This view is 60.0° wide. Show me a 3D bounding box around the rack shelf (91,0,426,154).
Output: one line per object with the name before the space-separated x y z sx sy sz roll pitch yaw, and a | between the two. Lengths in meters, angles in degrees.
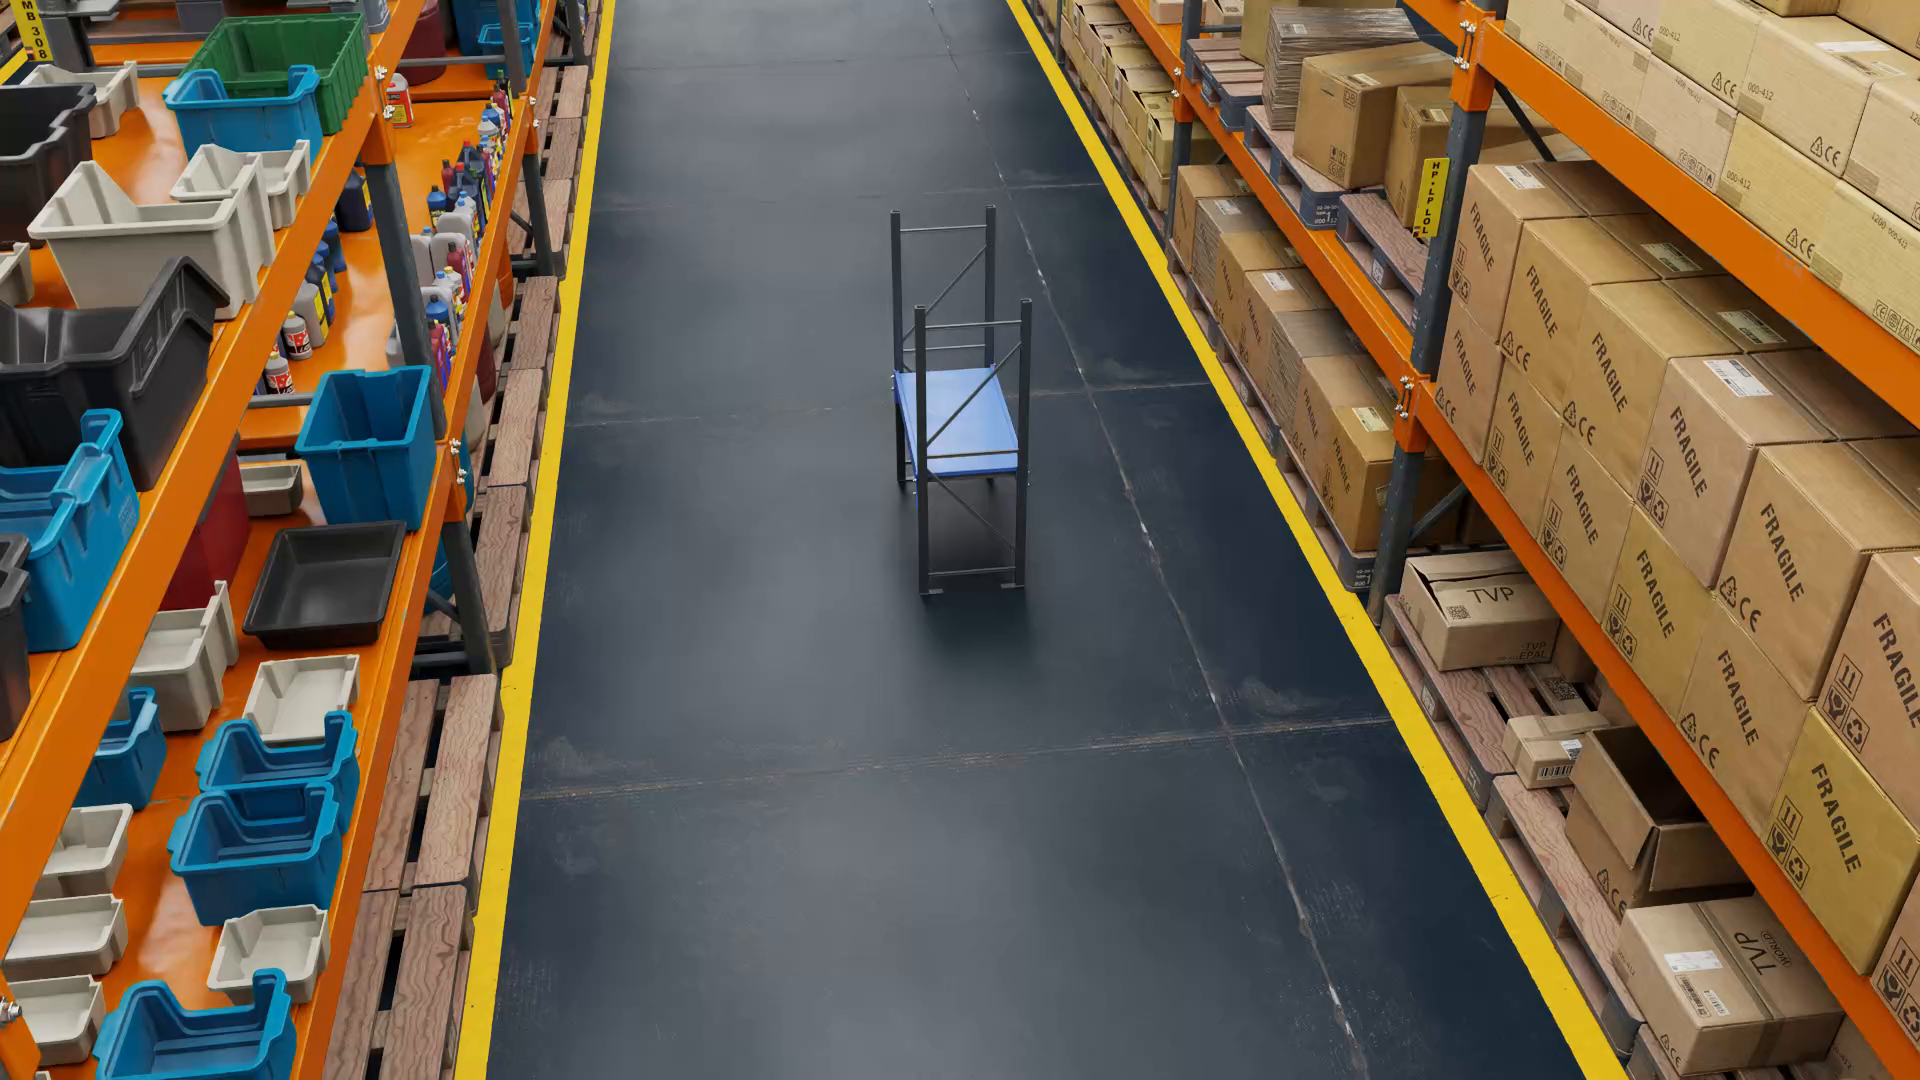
rack shelf | -2.781 -2.592 7.364 1.077 0.370 4.000 -4 35 -6

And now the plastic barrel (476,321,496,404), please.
plastic barrel | -2.815 -1.041 8.882 0.600 0.588 0.708 -4 35 -6

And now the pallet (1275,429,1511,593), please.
pallet | 2.250 -0.205 8.363 1.003 0.211 1.213 -4 35 -6

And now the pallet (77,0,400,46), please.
pallet | -2.714 -2.125 6.208 1.213 0.211 1.003 -4 35 -6

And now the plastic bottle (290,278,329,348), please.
plastic bottle | -2.817 -1.012 7.115 0.144 0.351 0.185 -4 35 -6

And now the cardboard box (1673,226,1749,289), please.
cardboard box | 2.793 -0.813 5.802 0.500 0.500 0.500 -5 35 -7

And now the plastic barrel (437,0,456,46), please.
plastic barrel | -3.400 -3.369 10.431 0.421 0.512 0.421 0 34 0

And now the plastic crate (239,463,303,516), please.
plastic crate | -2.591 -0.179 6.029 0.396 0.136 0.243 -4 35 -6

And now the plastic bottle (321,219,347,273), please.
plastic bottle | -2.930 -1.385 7.733 0.097 0.271 0.097 0 34 0

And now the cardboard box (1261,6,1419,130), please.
cardboard box | 1.989 -2.486 8.772 0.700 0.500 0.500 2 34 3

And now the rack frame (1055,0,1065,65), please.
rack frame | 1.321 -5.371 13.467 1.000 3.000 0.127 -4 35 -6

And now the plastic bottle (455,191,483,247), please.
plastic bottle | -2.354 -1.534 7.952 0.097 0.271 0.097 0 34 0

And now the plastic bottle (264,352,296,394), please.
plastic bottle | -2.764 -0.666 6.741 0.097 0.201 0.097 0 34 0

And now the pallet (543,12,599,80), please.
pallet | -3.637 -4.223 14.260 1.003 0.211 1.213 -4 35 -6

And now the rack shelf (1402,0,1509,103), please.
rack shelf | 2.128 -2.965 7.912 1.077 0.370 4.000 -4 35 -6

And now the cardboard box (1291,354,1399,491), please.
cardboard box | 1.989 -0.585 8.274 0.500 0.500 0.500 -4 35 -6

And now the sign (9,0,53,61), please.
sign | -3.057 -1.736 5.462 0.100 0.325 0.005 -4 35 -6

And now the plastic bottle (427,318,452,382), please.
plastic bottle | -2.156 -0.796 6.859 0.061 0.283 0.133 -4 35 -6

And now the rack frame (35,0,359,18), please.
rack frame | -2.512 -3.012 4.679 1.000 3.000 0.127 -4 35 -6

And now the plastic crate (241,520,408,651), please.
plastic crate | -2.095 0.160 5.543 0.437 0.125 0.590 -4 35 -6

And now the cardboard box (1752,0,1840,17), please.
cardboard box | 2.501 -1.764 4.534 0.700 0.500 0.500 -4 35 -6

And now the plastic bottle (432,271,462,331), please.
plastic bottle | -2.234 -1.038 7.224 0.097 0.271 0.097 0 34 0

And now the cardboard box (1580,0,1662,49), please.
cardboard box | 2.286 -1.721 5.138 0.500 0.250 0.500 -4 35 -6

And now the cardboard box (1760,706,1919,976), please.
cardboard box | 2.532 0.766 4.374 0.500 0.500 0.500 -4 34 -6

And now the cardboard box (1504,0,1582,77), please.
cardboard box | 2.217 -1.794 5.688 0.500 0.250 0.500 -4 35 -6

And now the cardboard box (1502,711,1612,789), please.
cardboard box | 2.366 0.815 6.515 0.380 0.166 0.250 -4 35 -6

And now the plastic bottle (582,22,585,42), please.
plastic bottle | -3.210 -4.291 13.977 0.097 0.201 0.097 0 34 0

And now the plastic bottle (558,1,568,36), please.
plastic bottle | -3.372 -4.438 14.120 0.061 0.283 0.133 -4 35 -6

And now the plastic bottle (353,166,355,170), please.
plastic bottle | -3.243 -2.018 8.724 0.097 0.201 0.097 0 34 0

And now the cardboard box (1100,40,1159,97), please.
cardboard box | 1.338 -3.532 12.340 0.500 0.311 0.500 -3 34 -5

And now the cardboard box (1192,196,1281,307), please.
cardboard box | 1.713 -1.720 9.939 0.500 0.500 0.500 -6 35 -8

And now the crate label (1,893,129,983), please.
crate label | -2.349 1.025 4.263 0.396 0.136 0.243 -4 35 -6

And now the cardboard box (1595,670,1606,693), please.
cardboard box | 2.865 0.591 6.860 0.380 0.149 0.250 -4 35 -6

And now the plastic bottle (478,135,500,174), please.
plastic bottle | -2.478 -2.024 8.732 0.097 0.201 0.097 0 34 0

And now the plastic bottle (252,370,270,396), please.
plastic bottle | -2.885 -0.677 6.691 0.152 0.276 0.135 -4 35 -6

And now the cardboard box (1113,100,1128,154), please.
cardboard box | 1.409 -3.019 12.085 0.500 0.250 0.500 -4 34 -5

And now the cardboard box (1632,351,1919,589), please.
cardboard box | 2.391 -0.214 4.923 0.500 0.500 0.500 -3 34 -5

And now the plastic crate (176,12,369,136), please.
plastic crate | -2.155 -1.472 5.271 0.450 0.188 0.662 -4 35 -6

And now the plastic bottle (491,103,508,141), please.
plastic bottle | -2.544 -2.295 9.131 0.097 0.201 0.097 0 34 0

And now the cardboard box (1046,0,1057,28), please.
cardboard box | 1.042 -4.650 14.479 0.500 0.250 0.500 -4 35 -6

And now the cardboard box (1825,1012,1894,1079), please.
cardboard box | 3.076 1.676 5.178 0.500 0.250 0.500 -4 35 -6

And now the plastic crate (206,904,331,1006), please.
plastic crate | -1.733 1.057 4.217 0.250 0.136 0.298 -4 35 -6

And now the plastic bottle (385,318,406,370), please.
plastic bottle | -2.243 -0.756 6.740 0.144 0.351 0.185 -4 35 -6

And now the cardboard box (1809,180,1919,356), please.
cardboard box | 2.468 -0.676 4.048 0.500 0.250 0.500 -4 35 -6

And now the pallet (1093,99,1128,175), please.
pallet | 1.626 -3.128 12.652 1.003 0.211 1.213 -4 35 -6

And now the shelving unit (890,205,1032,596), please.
shelving unit | -0.011 -0.667 7.897 0.538 1.500 1.048 -4 35 -6

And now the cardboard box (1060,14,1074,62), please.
cardboard box | 1.130 -4.164 13.765 0.500 0.250 0.500 -5 35 -8

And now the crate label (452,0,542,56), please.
crate label | -2.915 -3.355 10.478 0.502 0.435 0.616 -4 35 -6

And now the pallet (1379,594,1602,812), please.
pallet | 2.489 0.629 7.139 1.003 0.211 1.213 -4 35 -6

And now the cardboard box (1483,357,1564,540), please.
cardboard box | 2.268 -0.357 6.022 0.500 0.500 0.500 -4 34 -6

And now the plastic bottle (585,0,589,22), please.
plastic bottle | -3.310 -4.672 14.403 0.144 0.351 0.185 -6 35 -8

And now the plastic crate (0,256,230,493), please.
plastic crate | -1.907 -0.388 3.548 0.504 0.338 0.767 -4 35 -6

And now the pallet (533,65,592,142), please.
pallet | -3.443 -3.410 13.066 1.003 0.211 1.213 -4 35 -6

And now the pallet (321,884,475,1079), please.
pallet | -2.207 1.709 5.555 1.003 0.211 1.213 -4 35 -6

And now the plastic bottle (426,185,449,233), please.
plastic bottle | -2.510 -1.578 8.016 0.097 0.271 0.097 0 34 0
